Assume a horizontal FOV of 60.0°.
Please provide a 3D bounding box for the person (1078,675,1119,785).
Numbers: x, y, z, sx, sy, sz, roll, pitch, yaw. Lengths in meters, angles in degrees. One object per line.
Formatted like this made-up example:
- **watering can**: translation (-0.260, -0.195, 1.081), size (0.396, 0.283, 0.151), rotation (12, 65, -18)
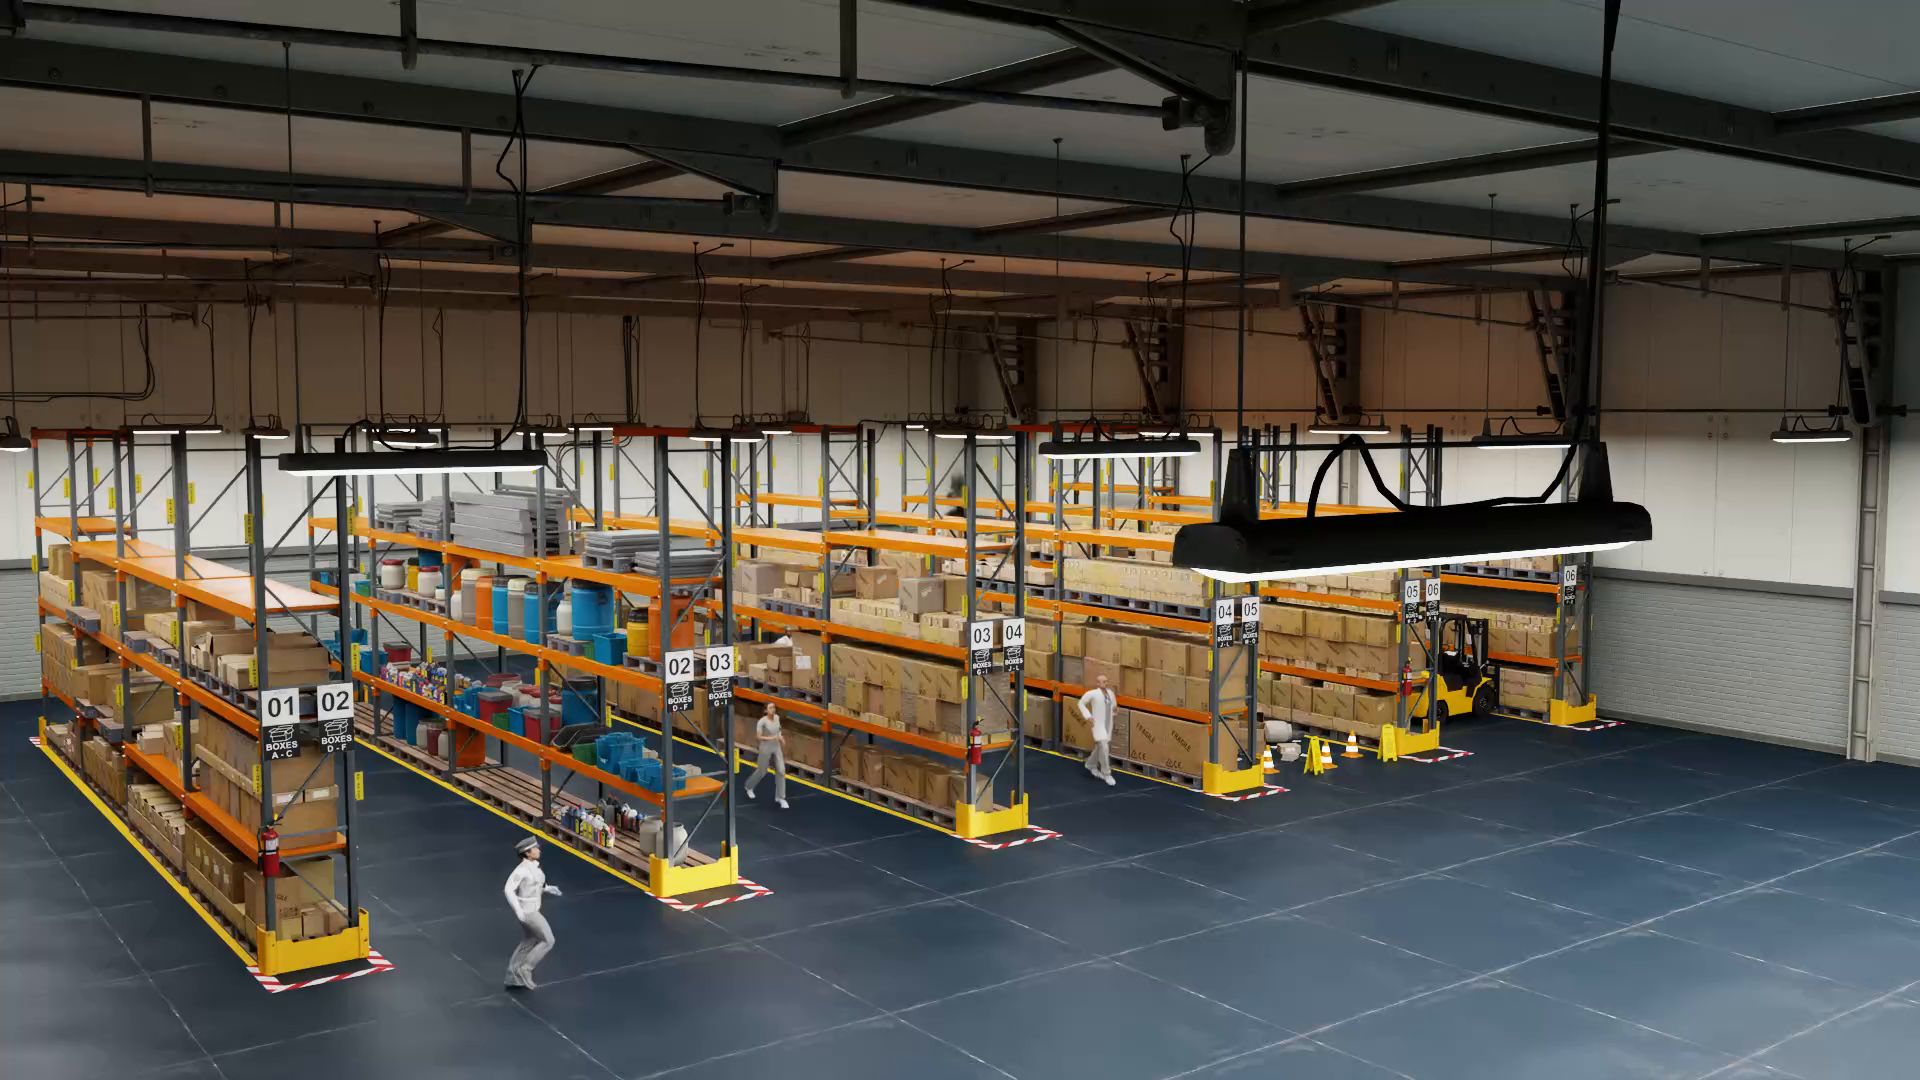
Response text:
- **person**: translation (2.412, 3.203, 28.352), size (0.697, 1.815, 0.889), rotation (-4, 6, -39)

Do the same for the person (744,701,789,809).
- **person**: translation (-3.079, 3.401, 26.682), size (0.575, 1.695, 0.955), rotation (-4, 6, -40)

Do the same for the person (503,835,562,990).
- **person**: translation (-4.688, 4.065, 18.207), size (0.640, 1.684, 0.614), rotation (-1, 5, -11)

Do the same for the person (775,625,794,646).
- **person**: translation (-3.690, 2.657, 36.047), size (0.554, 1.670, 0.640), rotation (-4, 6, -41)
